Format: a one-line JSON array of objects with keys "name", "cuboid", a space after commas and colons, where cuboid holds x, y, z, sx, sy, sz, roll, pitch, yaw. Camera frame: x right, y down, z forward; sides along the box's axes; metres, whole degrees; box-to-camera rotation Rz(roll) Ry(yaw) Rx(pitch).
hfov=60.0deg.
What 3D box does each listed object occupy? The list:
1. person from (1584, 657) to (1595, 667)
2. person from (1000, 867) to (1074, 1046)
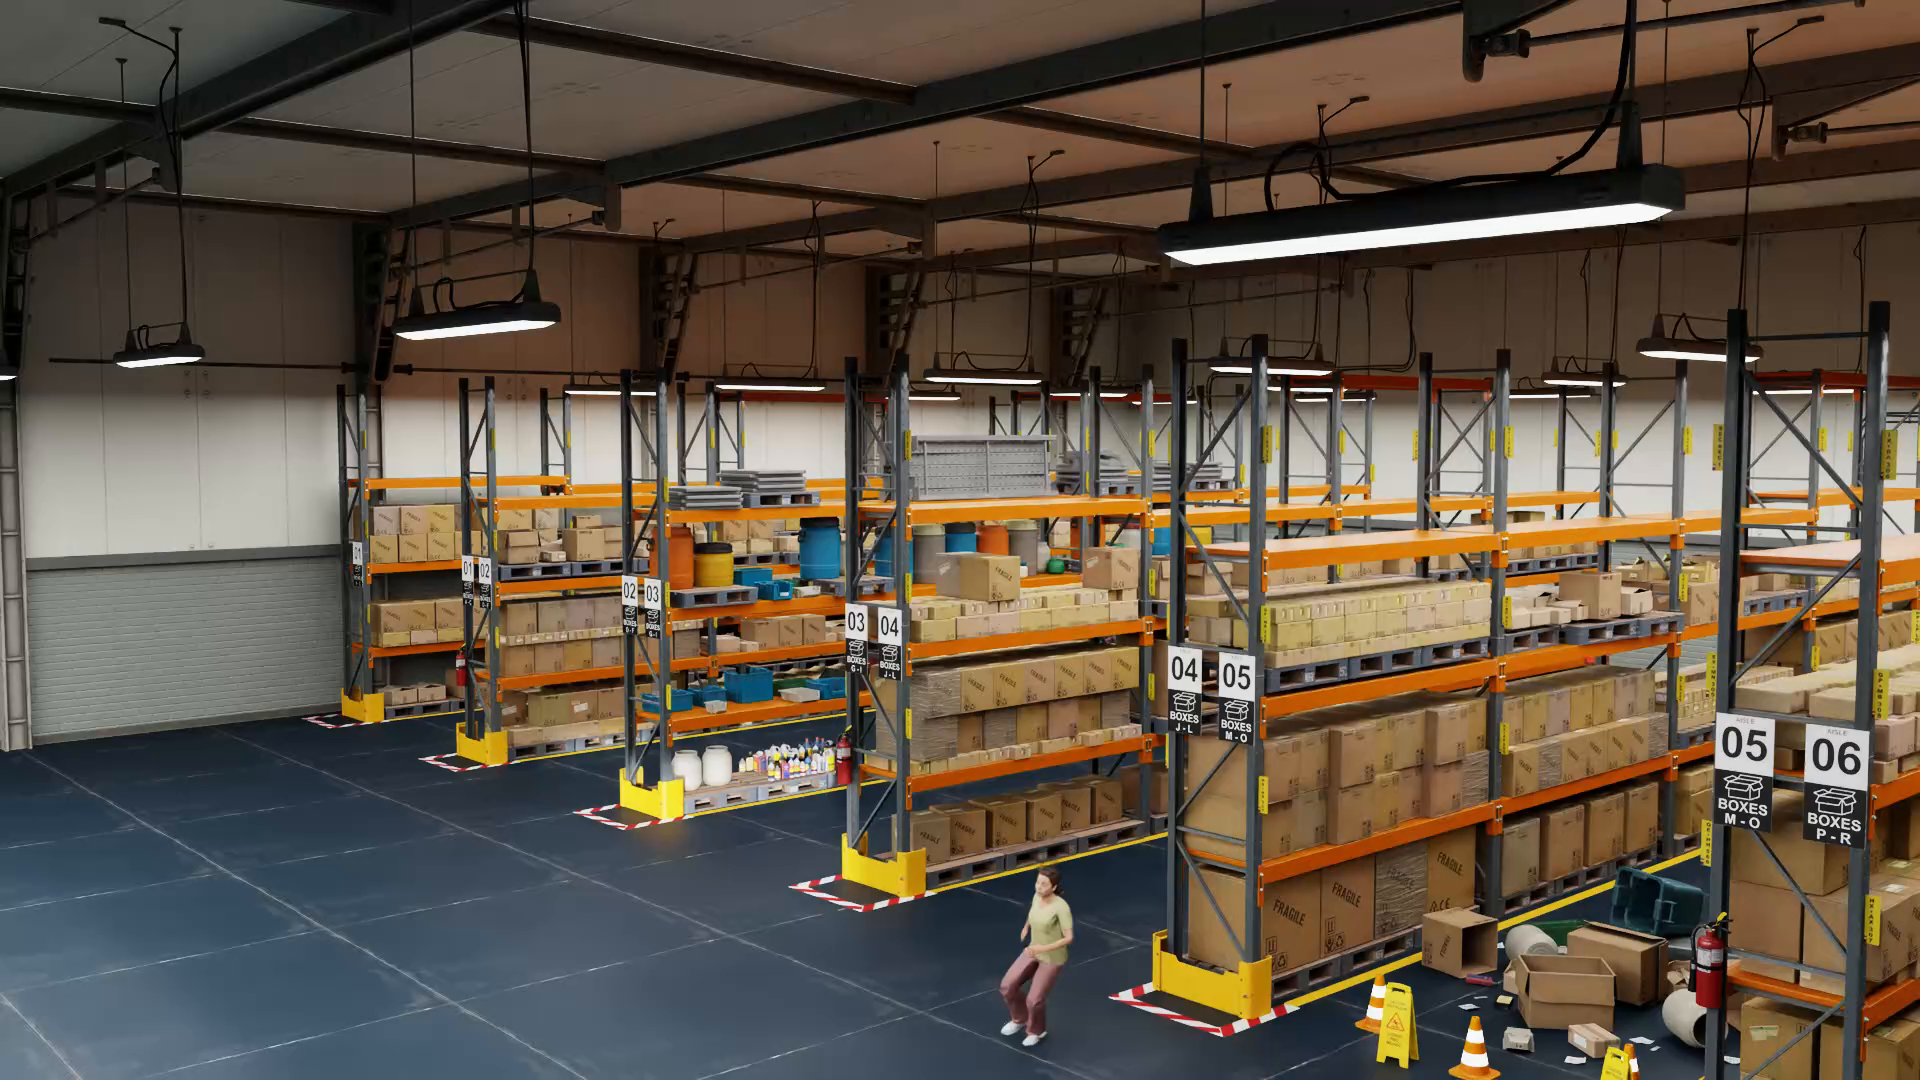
[{"name": "person", "cuboid": [9.888, 2.611, 25.924, 0.649, 1.715, 0.706, 2, 4, 33]}, {"name": "person", "cuboid": [0.644, 3.489, 13.857, 0.745, 1.594, 0.598, 3, 5, 40]}]
